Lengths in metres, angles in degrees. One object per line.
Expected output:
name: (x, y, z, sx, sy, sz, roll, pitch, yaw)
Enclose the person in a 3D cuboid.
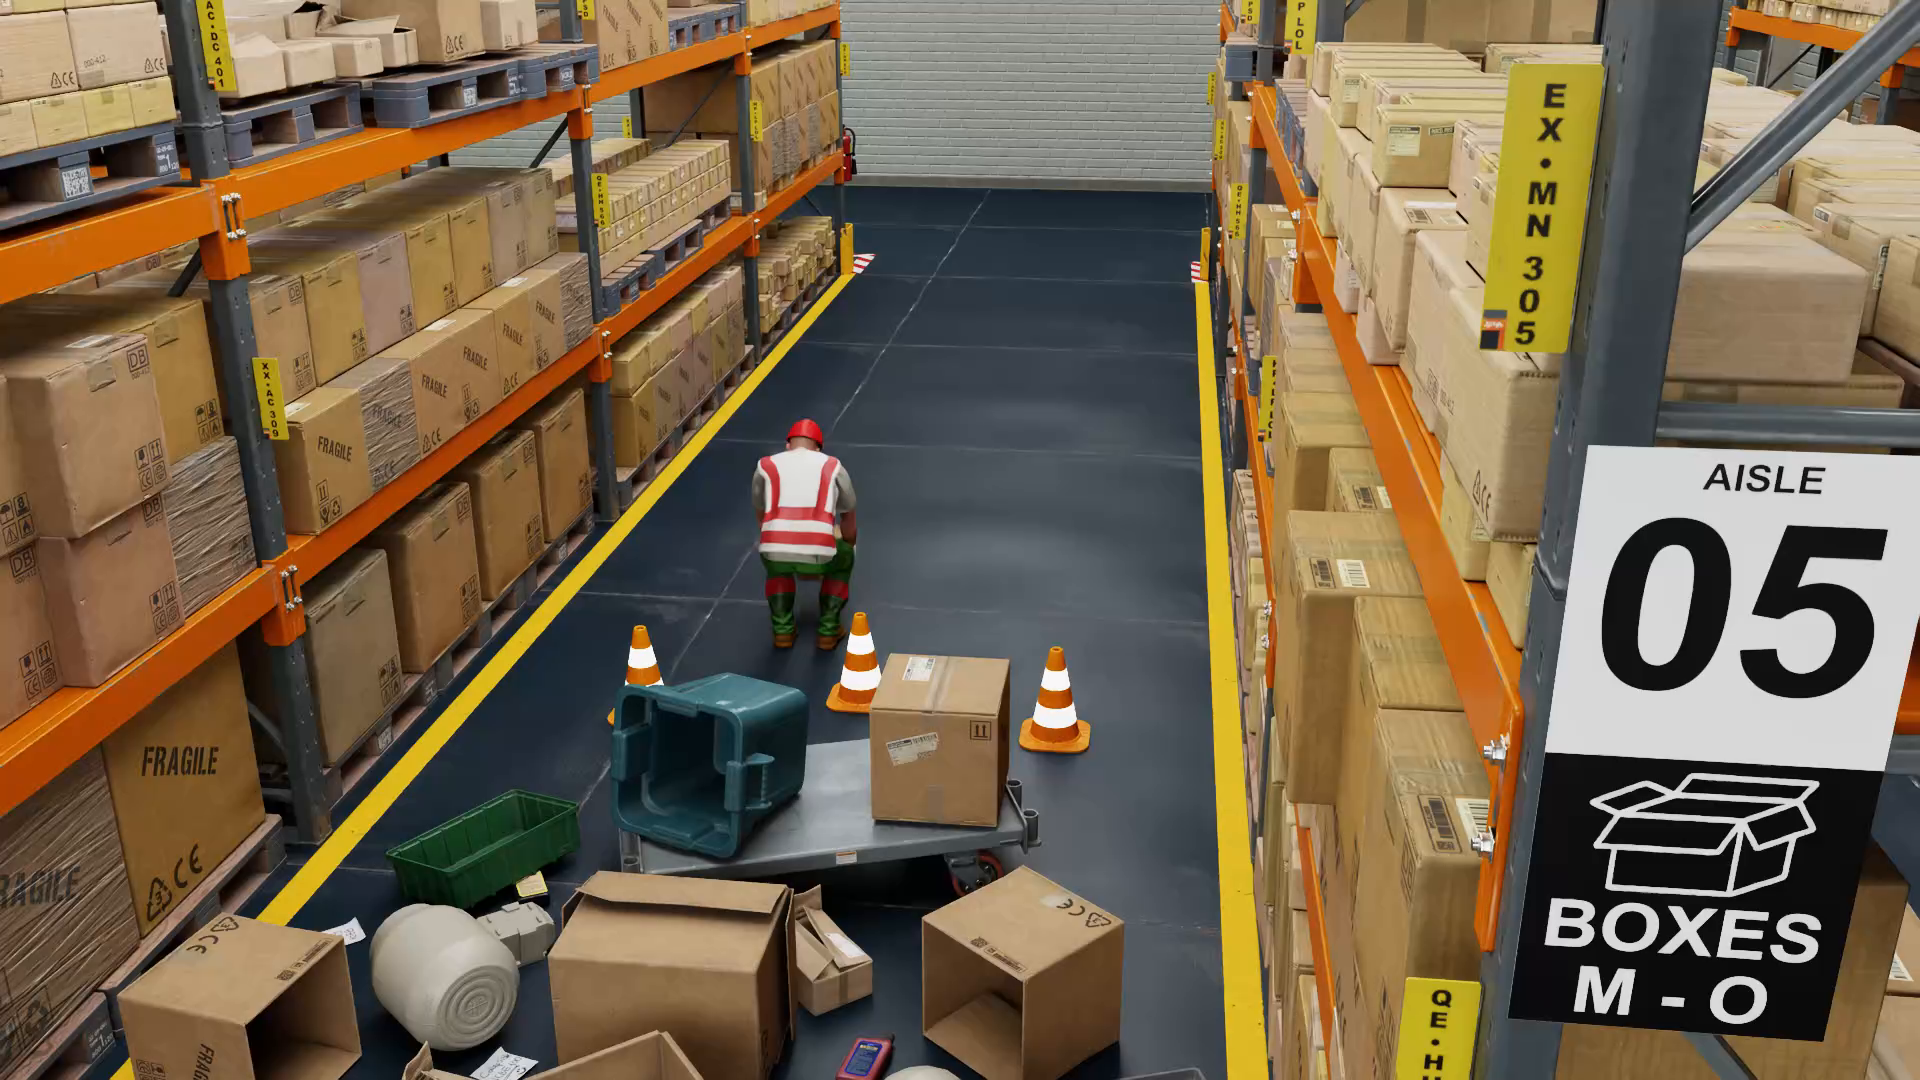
person: (-0.864, -0.020, 9.016, 0.583, 1.136, 0.854, 2, 21, 6)
